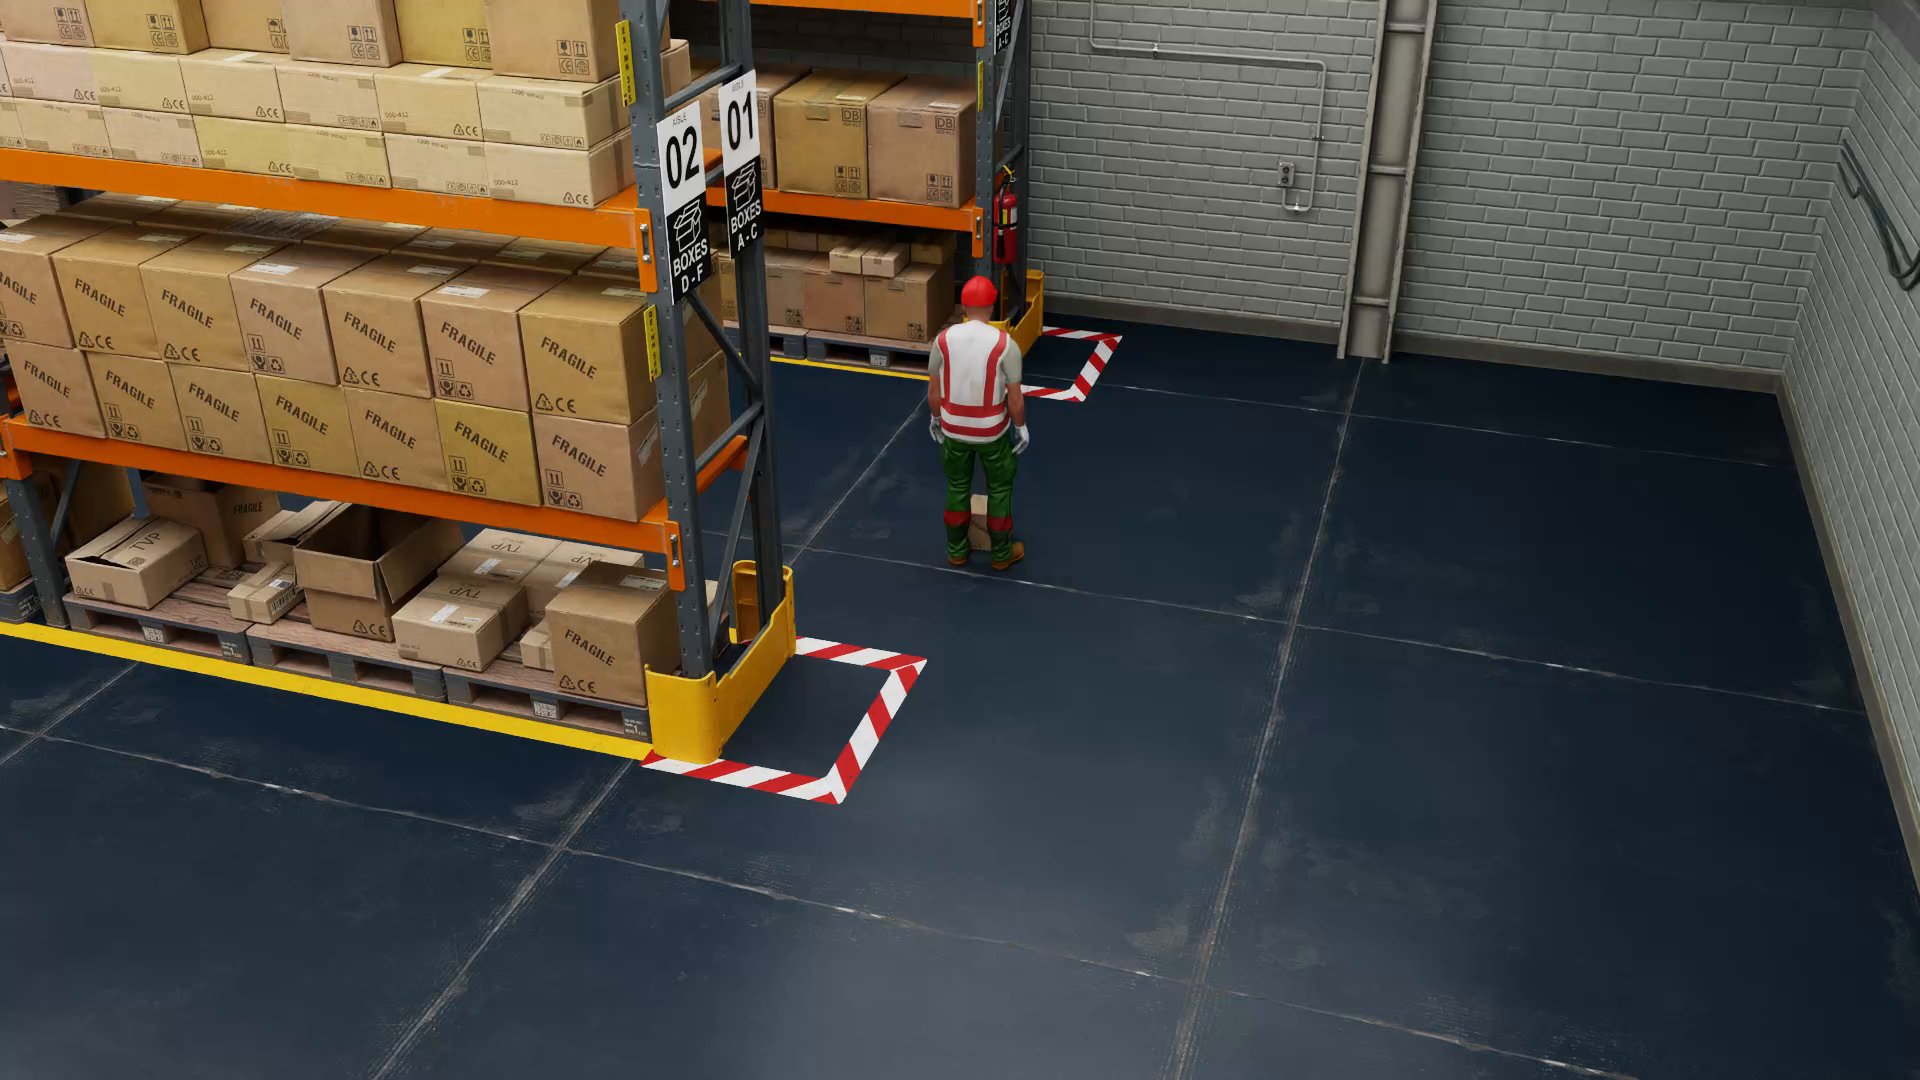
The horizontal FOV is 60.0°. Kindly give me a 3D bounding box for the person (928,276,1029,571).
[{"bbox_3d":[0.110,-0.664,9.697,0.606,1.778,0.453,9,30,15],"label":"person"}]
